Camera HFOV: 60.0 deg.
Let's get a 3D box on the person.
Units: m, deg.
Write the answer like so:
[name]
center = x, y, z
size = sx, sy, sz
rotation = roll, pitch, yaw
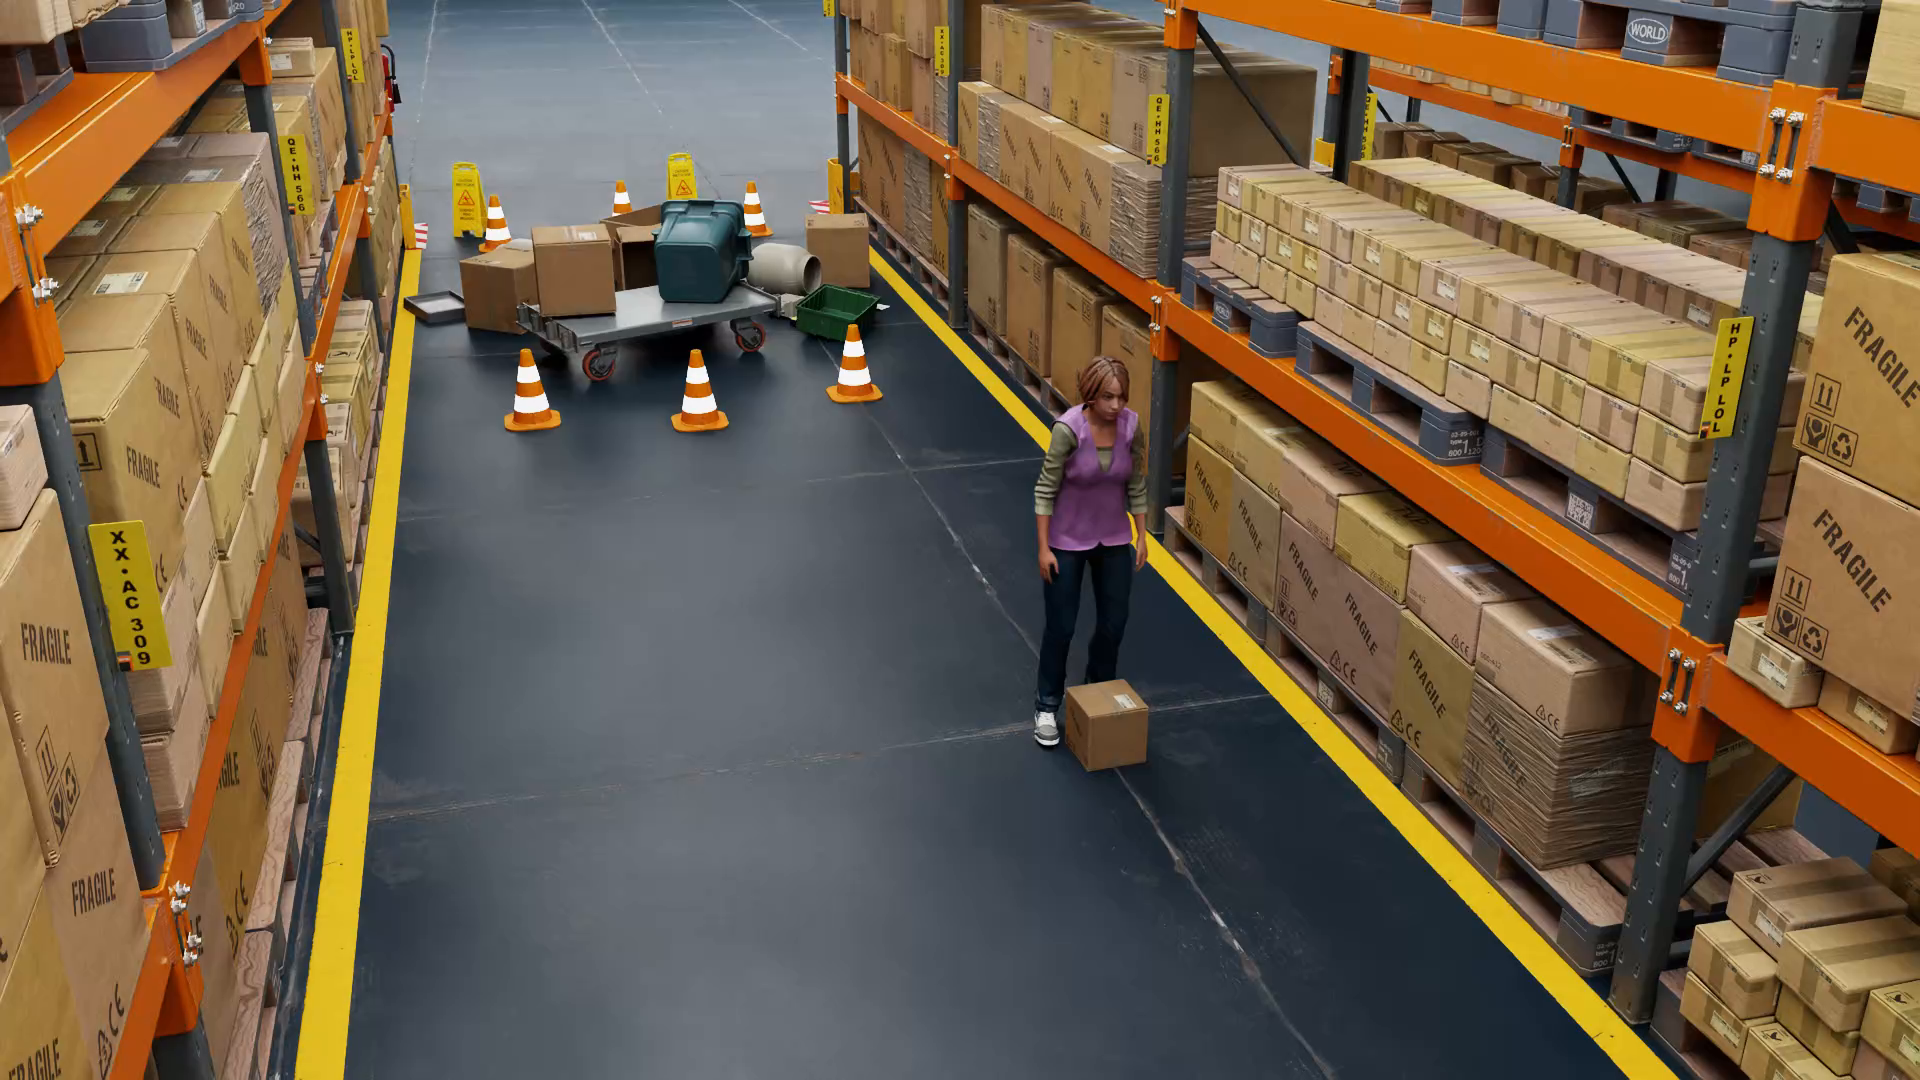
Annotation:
[person]
center = 0.515, 0.033, 6.534
size = 0.478, 1.593, 0.368
rotation = -7, 24, -16
